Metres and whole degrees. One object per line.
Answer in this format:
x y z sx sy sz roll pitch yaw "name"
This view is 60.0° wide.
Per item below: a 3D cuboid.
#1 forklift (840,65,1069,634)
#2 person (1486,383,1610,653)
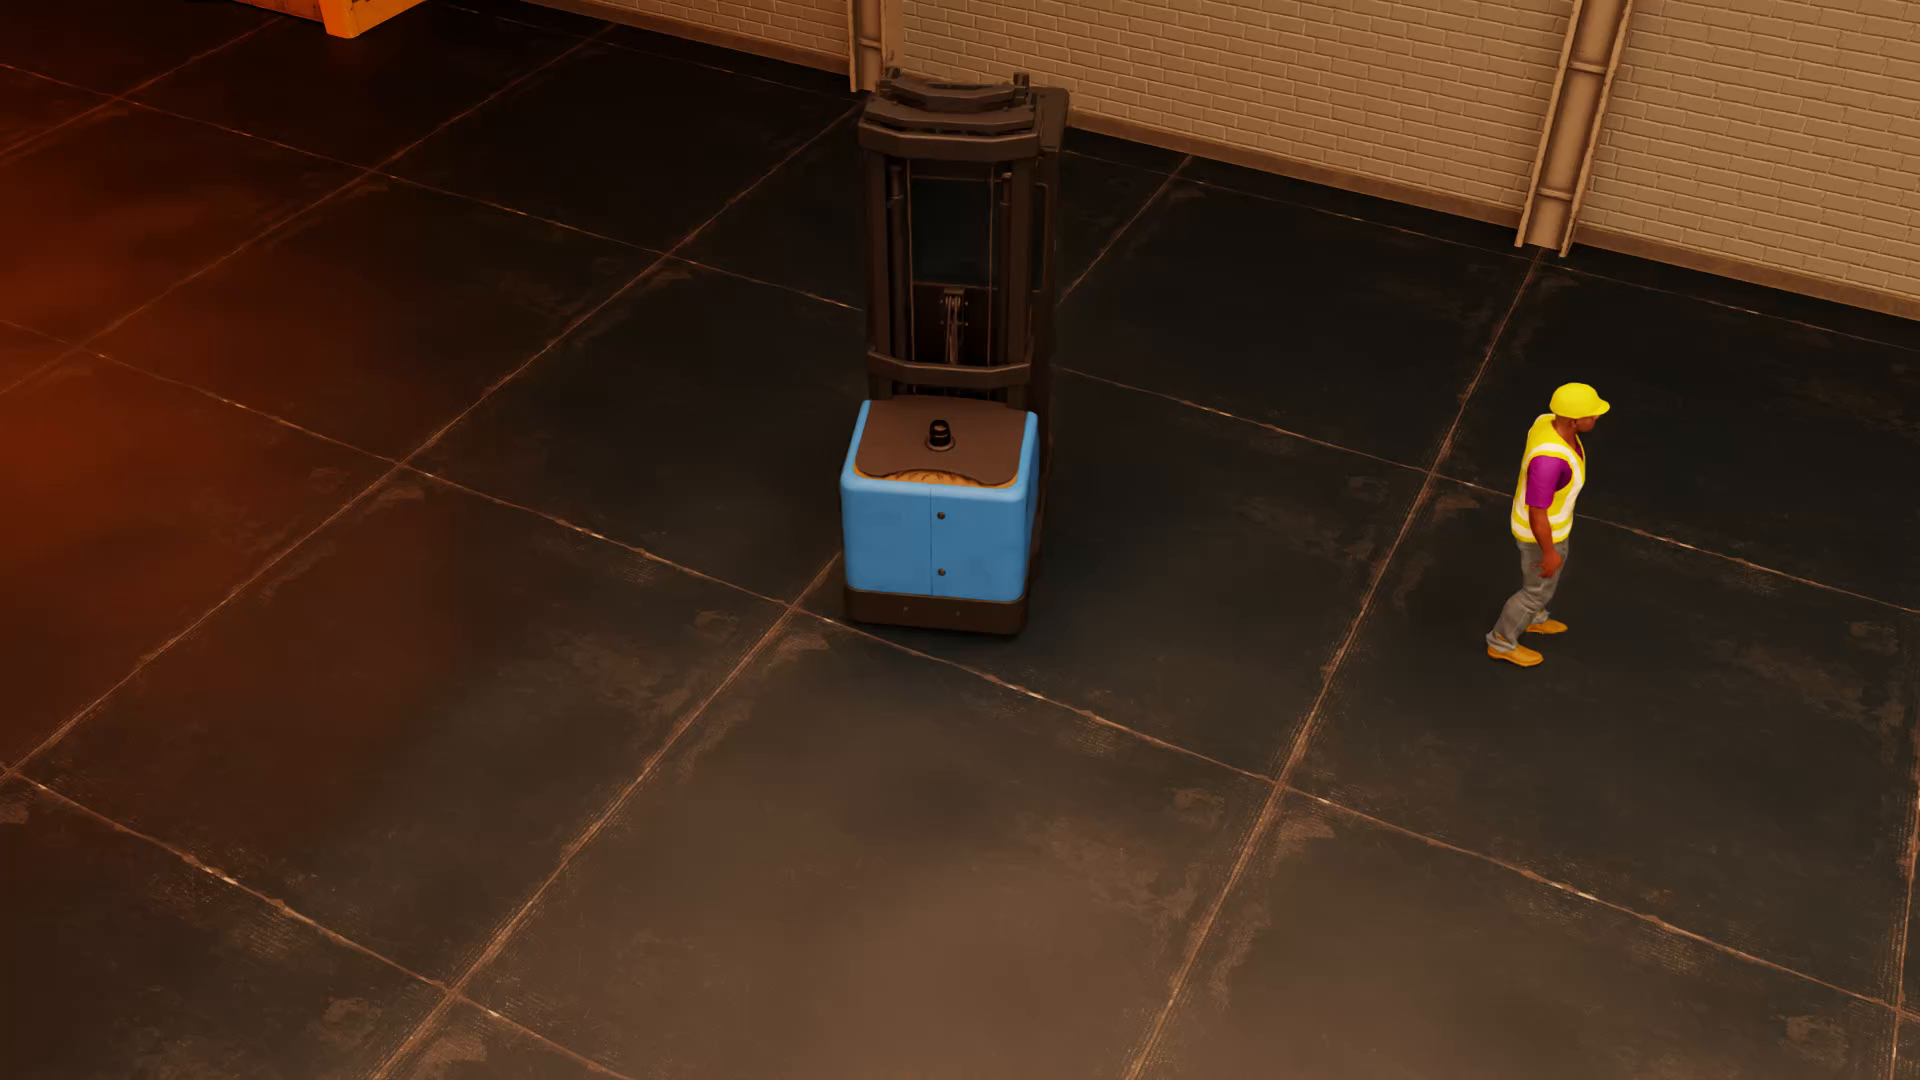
0.024 -1.527 9.800 1.130 2.935 3.031 5 40 5 "forklift"
3.158 -0.118 8.990 0.381 1.696 0.658 12 42 14 "person"
